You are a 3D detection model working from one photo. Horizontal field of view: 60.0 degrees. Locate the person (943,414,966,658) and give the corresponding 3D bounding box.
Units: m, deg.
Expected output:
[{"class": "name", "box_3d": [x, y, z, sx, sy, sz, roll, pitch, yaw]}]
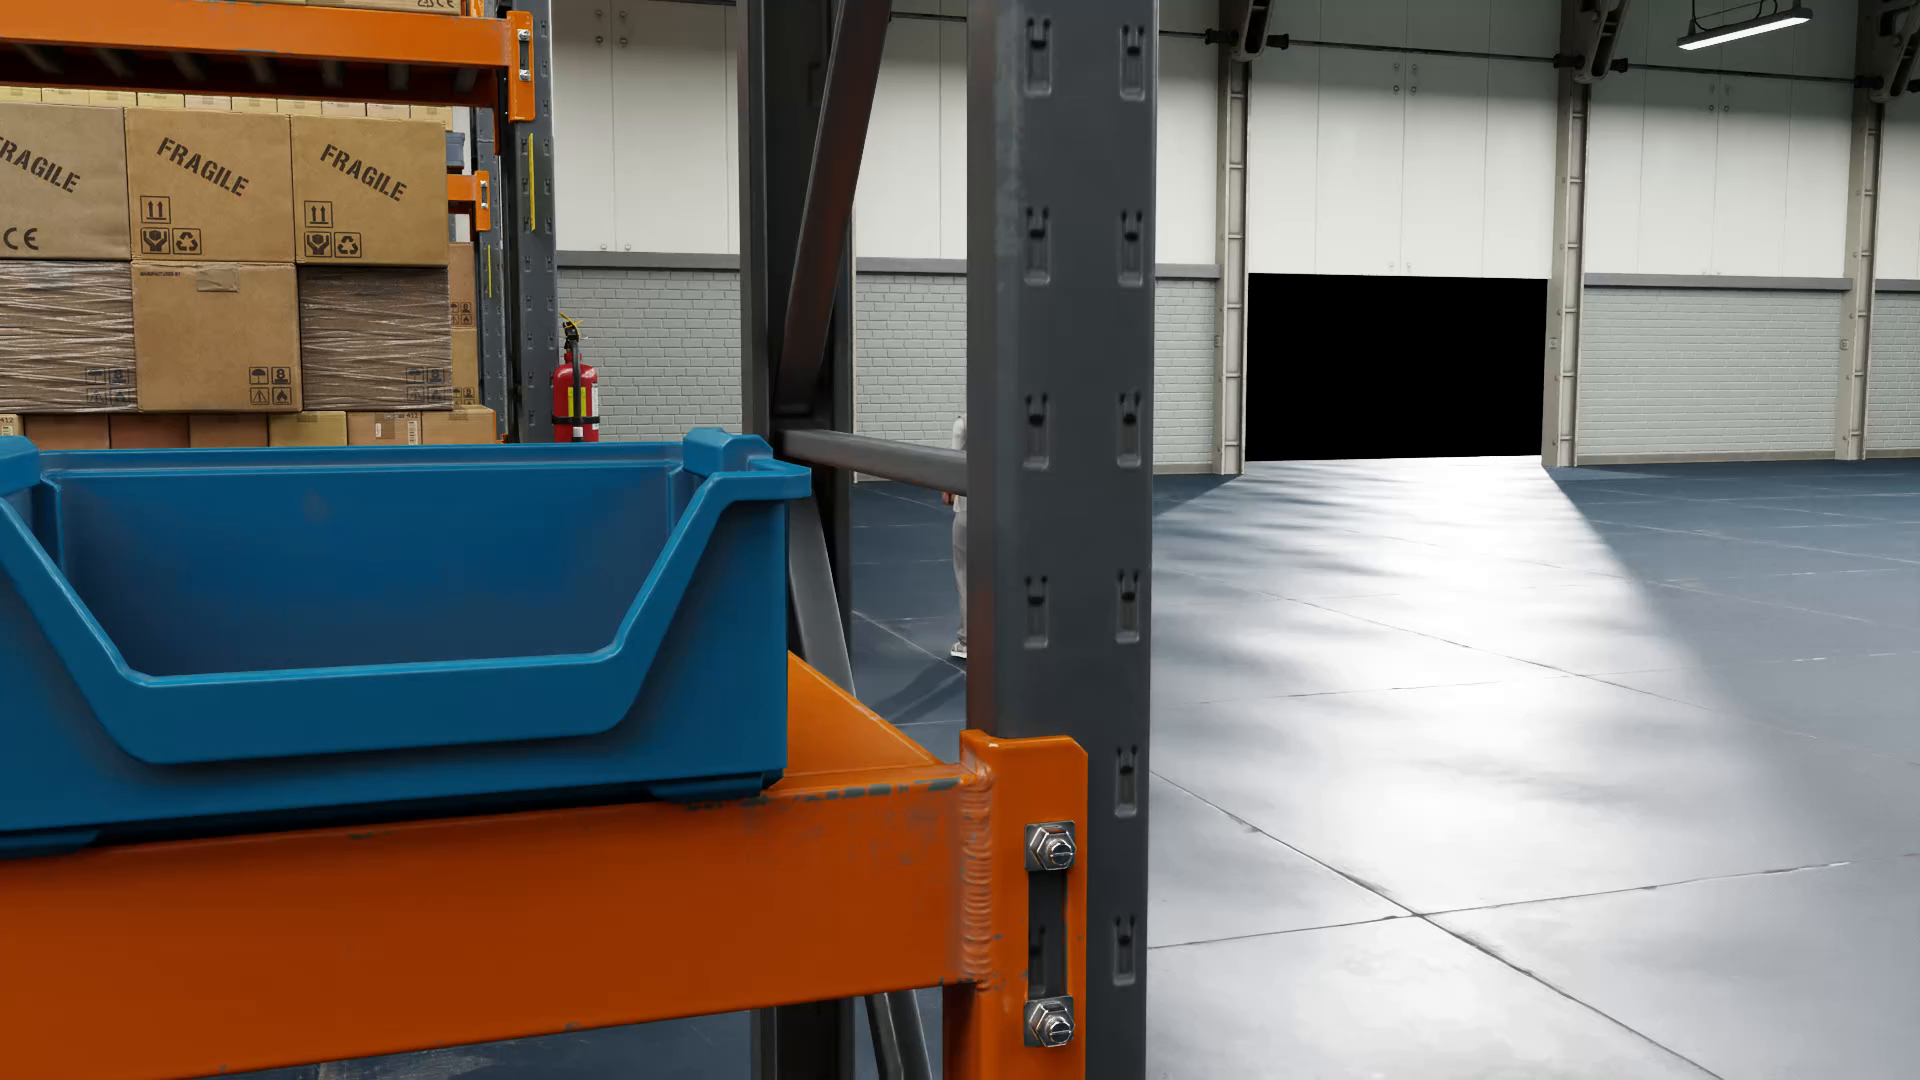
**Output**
[{"class": "person", "box_3d": [0.105, -0.148, 9.205, 0.406, 1.588, 0.495, -2, 6, -18]}]
